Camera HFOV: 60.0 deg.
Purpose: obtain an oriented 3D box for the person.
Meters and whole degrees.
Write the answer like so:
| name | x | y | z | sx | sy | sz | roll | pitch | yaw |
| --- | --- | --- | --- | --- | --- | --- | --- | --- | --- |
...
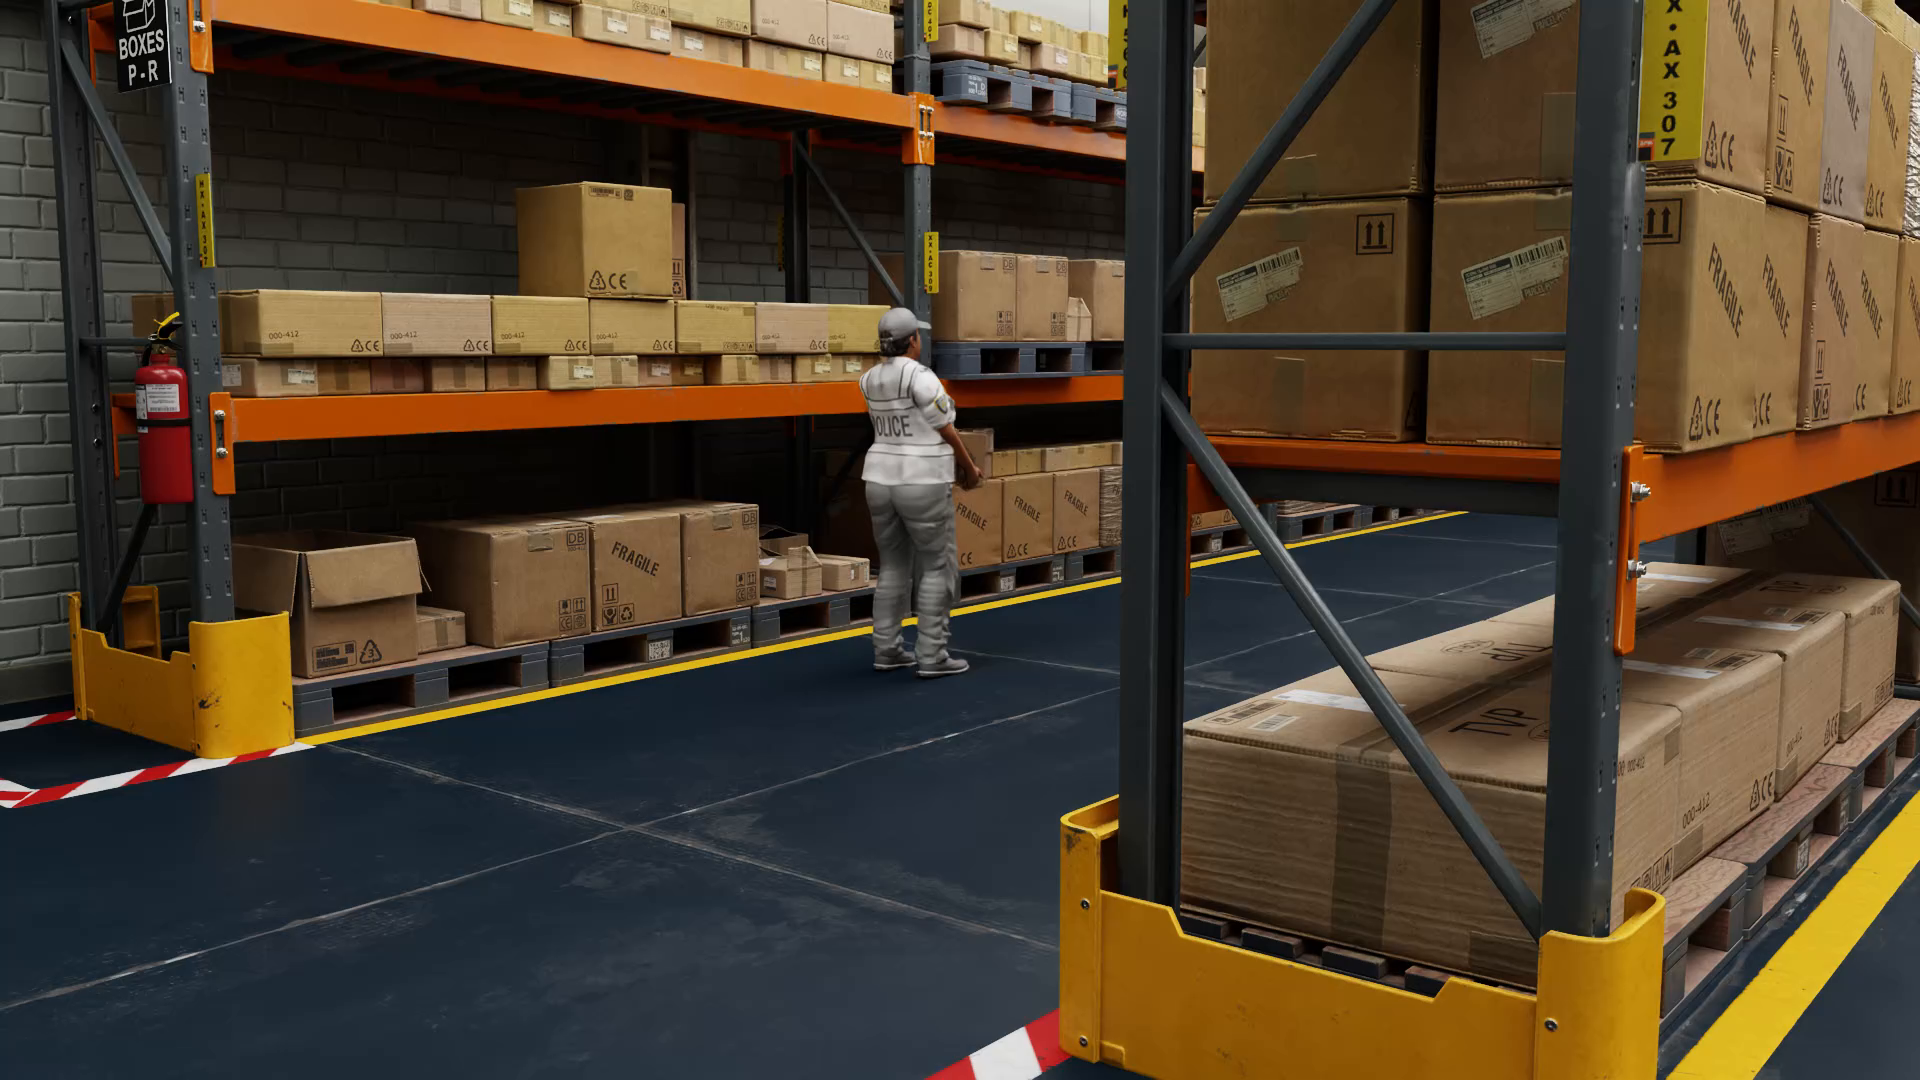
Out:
| name | x | y | z | sx | sy | sz | roll | pitch | yaw |
| --- | --- | --- | --- | --- | --- | --- | --- | --- | --- |
| person | -0.177 | -0.224 | 7.612 | 0.457 | 1.662 | 0.532 | 6 | 9 | 43 |
